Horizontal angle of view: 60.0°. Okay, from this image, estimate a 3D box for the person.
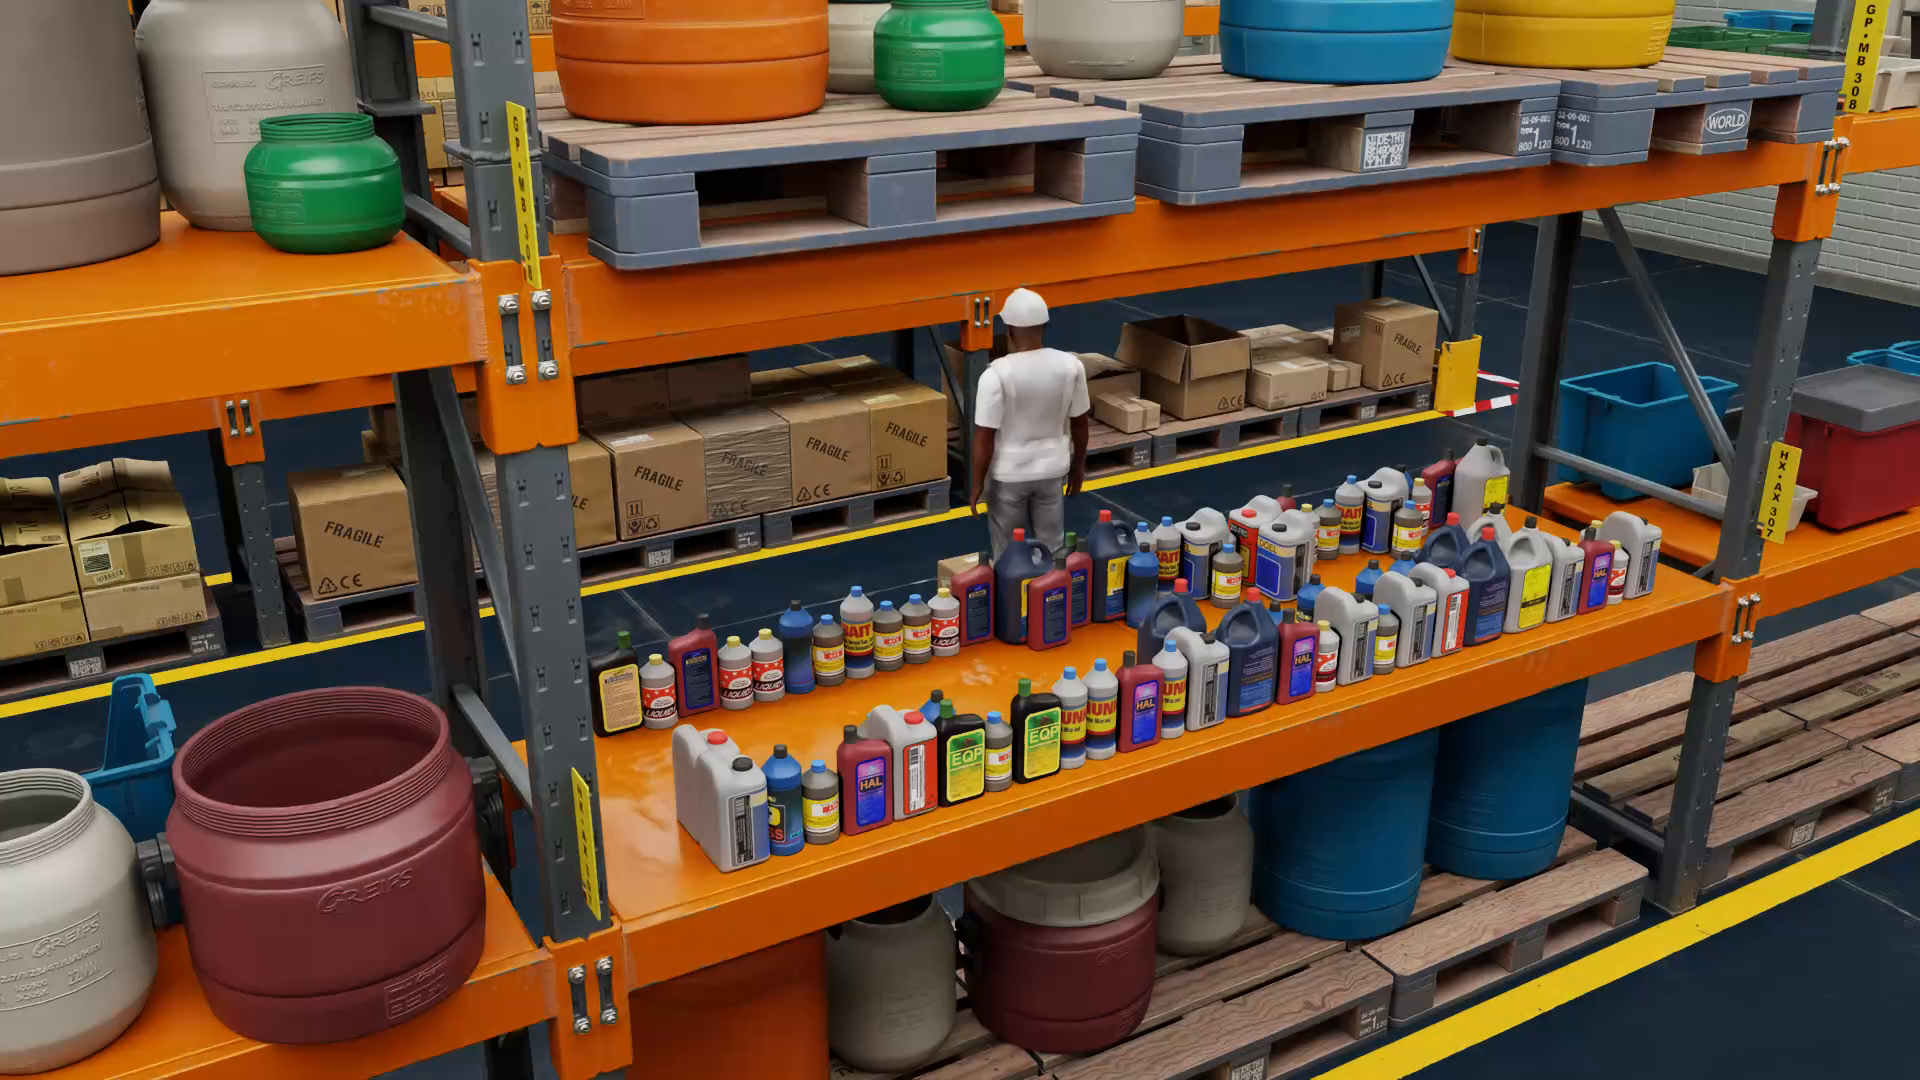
[{"bbox_3d":[0.317,-0.310,7.814,0.601,1.769,0.513,-8,23,-18],"label":"person"}]
